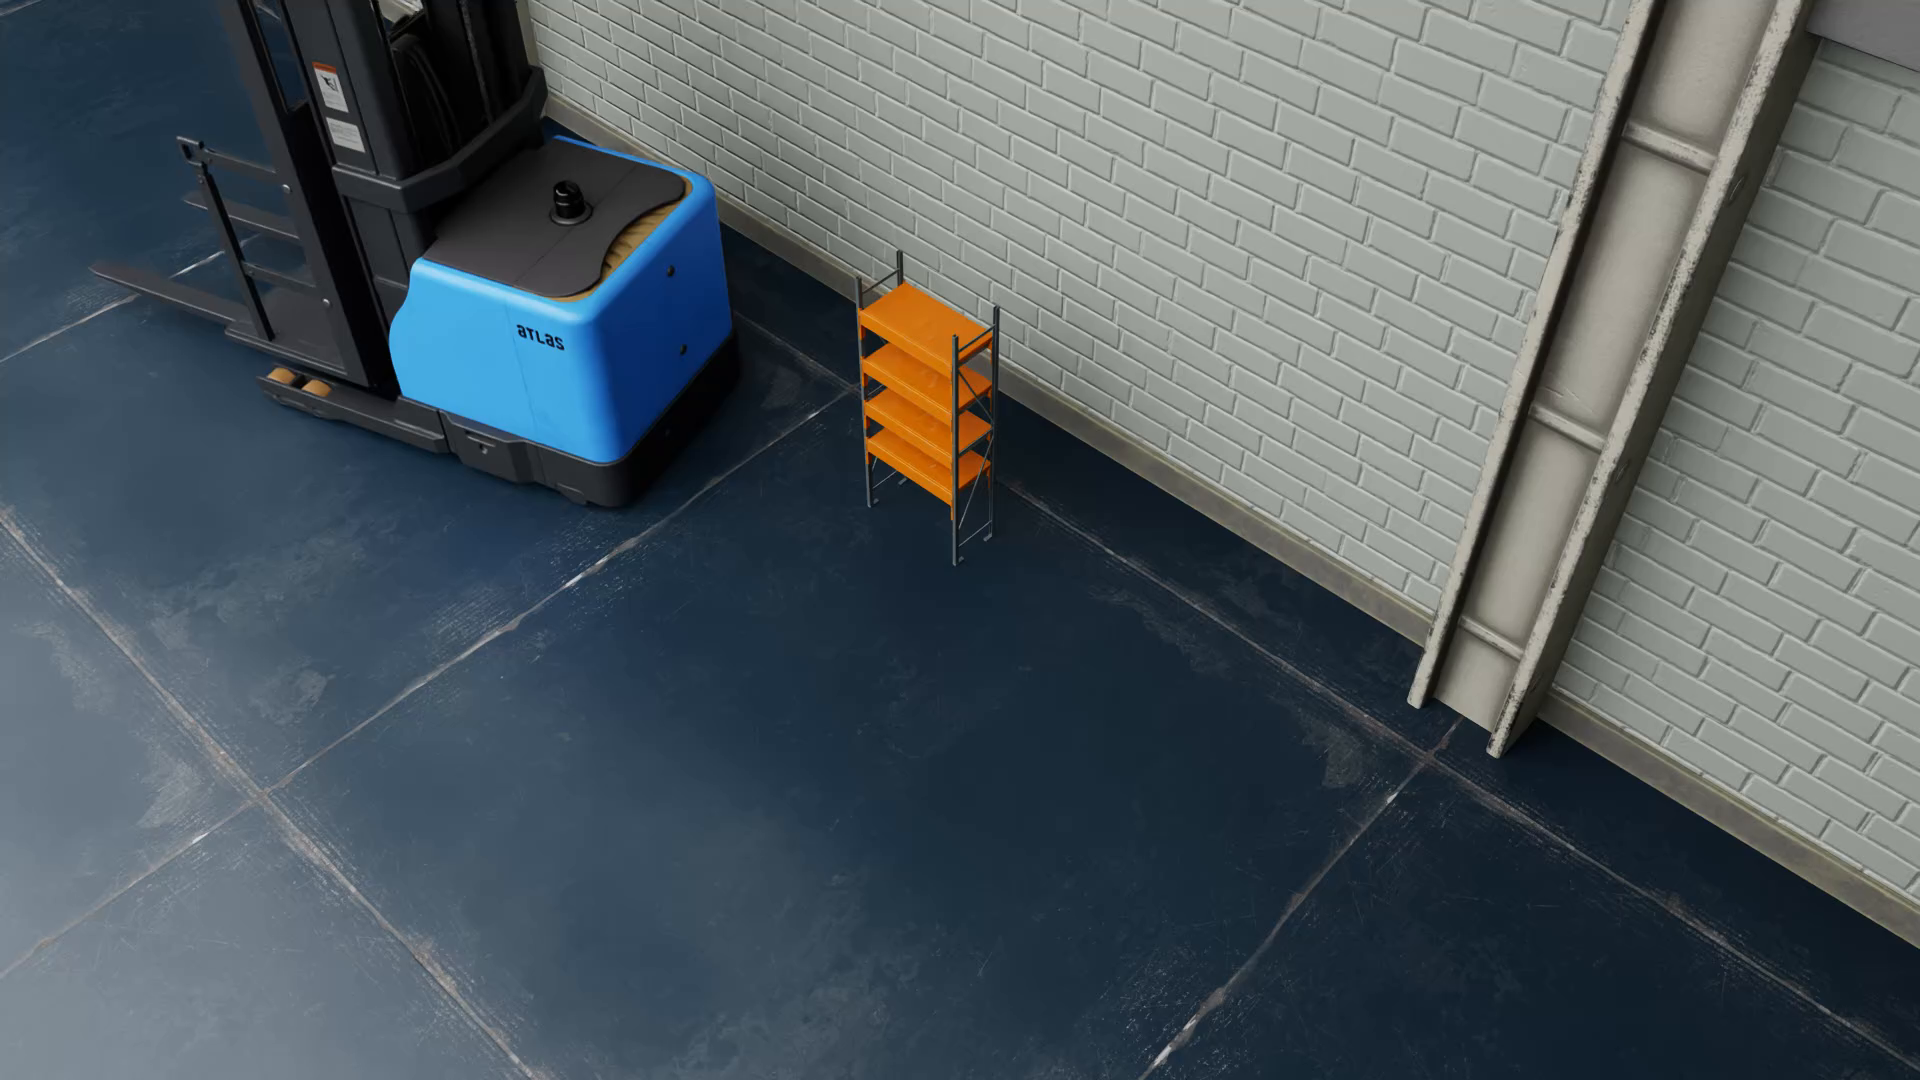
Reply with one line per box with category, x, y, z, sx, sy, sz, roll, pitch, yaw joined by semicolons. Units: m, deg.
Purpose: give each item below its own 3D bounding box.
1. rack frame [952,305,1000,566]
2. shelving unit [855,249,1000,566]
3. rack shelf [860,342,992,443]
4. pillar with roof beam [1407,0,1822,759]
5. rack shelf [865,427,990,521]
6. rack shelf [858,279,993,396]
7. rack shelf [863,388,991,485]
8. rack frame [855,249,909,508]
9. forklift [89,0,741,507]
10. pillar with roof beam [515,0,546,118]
rack frame;0.058;-0.372;6.385;0.015;1.200;0.240;34;55;28
shelving unit;-0.122;-0.493;6.498;0.503;1.200;0.258;34;55;28
rack shelf;-0.122;-0.600;6.384;0.480;0.148;0.258;34;55;28
pillar with roof beam;-0.983;-0.148;0.825;0.400;9.000;9.100;34;55;28
rack shelf;-0.122;-0.311;6.692;0.480;0.148;0.258;34;55;28
rack shelf;-0.122;-0.762;6.211;0.480;0.148;0.258;34;55;28
rack shelf;-0.122;-0.446;6.547;0.480;0.148;0.258;34;55;28
rack frame;-0.301;-0.613;6.611;0.015;1.200;0.240;34;55;28
forklift;-2.544;-1.876;6.609;3.031;2.935;1.130;19;50;17
pillar with roof beam;-5.392;-3.115;3.611;0.400;9.000;9.100;34;55;28
